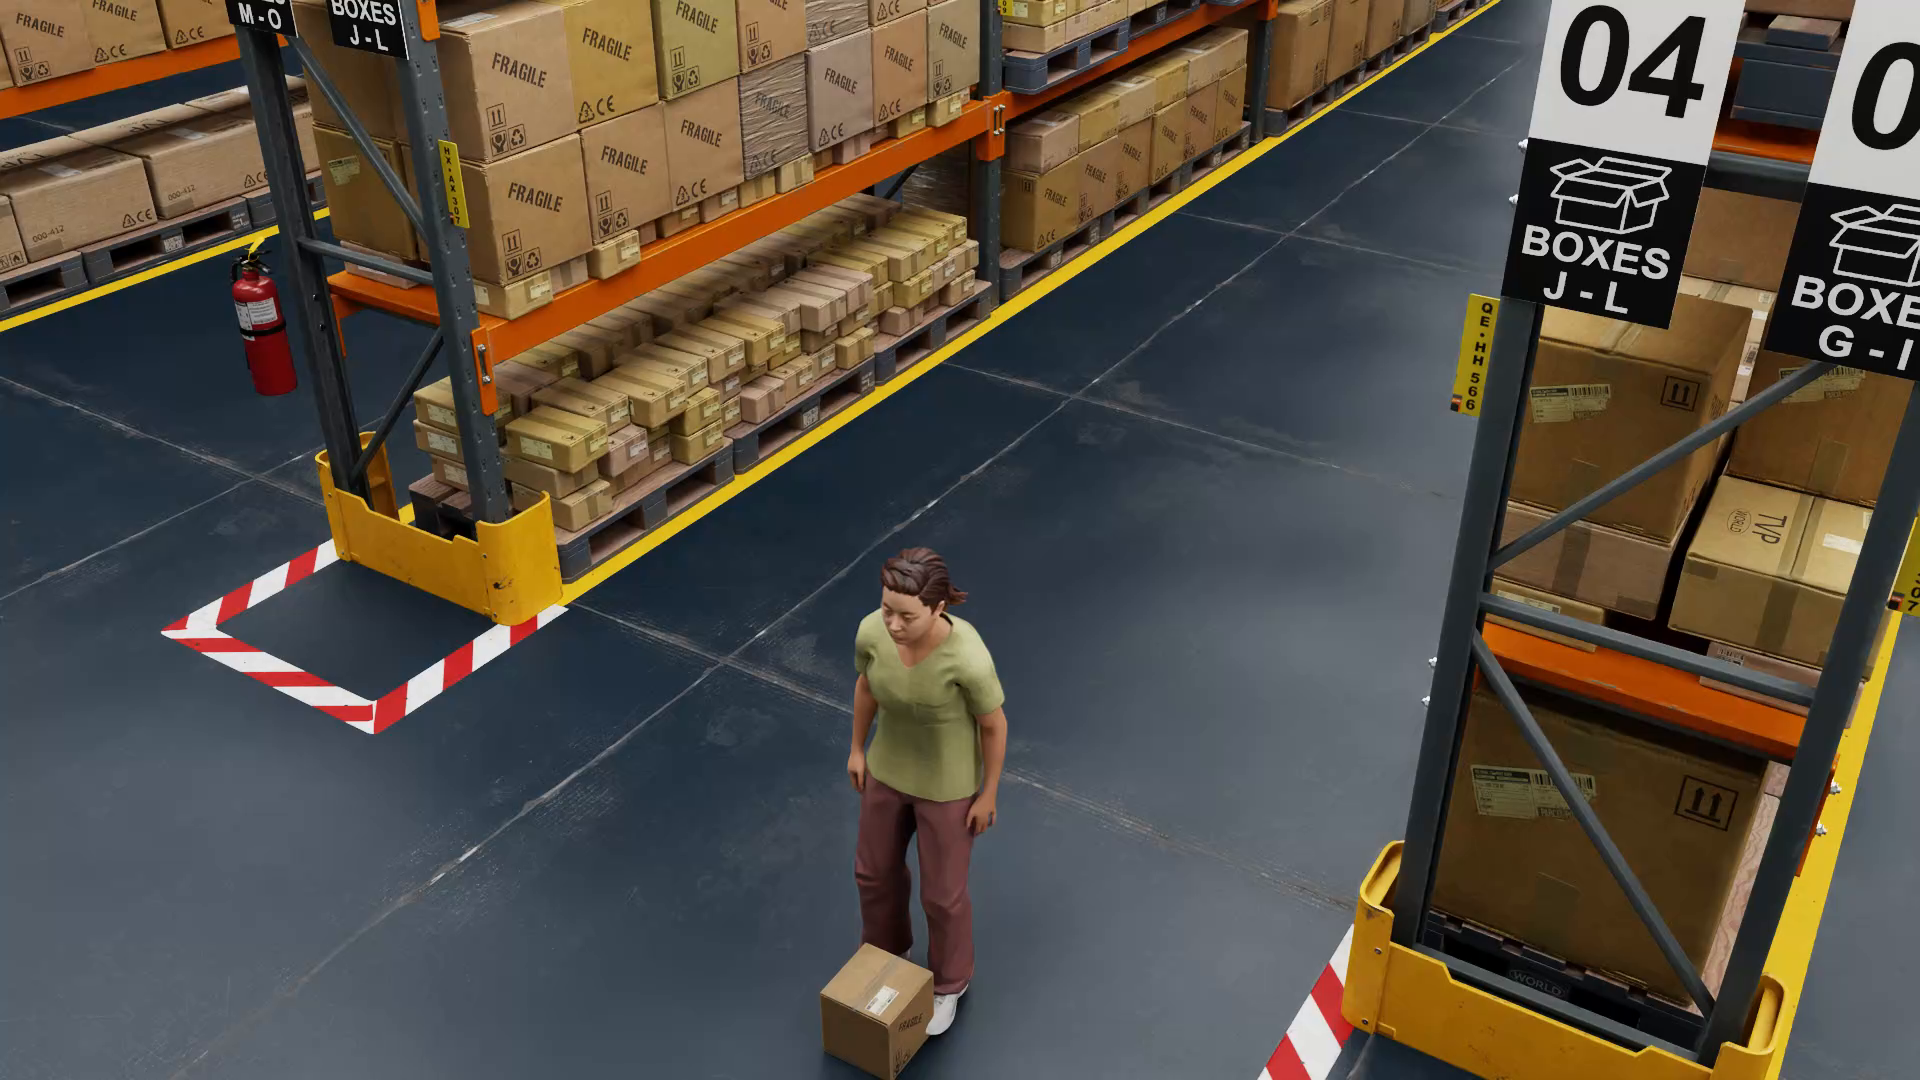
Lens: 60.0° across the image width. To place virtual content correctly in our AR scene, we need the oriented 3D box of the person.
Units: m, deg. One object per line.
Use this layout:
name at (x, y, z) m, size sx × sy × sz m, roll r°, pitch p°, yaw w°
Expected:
person at (-0.127, 0.726, 4.905) m, size 0.508 × 1.671 × 0.349 m, roll 16°, pitch 34°, yaw 25°
